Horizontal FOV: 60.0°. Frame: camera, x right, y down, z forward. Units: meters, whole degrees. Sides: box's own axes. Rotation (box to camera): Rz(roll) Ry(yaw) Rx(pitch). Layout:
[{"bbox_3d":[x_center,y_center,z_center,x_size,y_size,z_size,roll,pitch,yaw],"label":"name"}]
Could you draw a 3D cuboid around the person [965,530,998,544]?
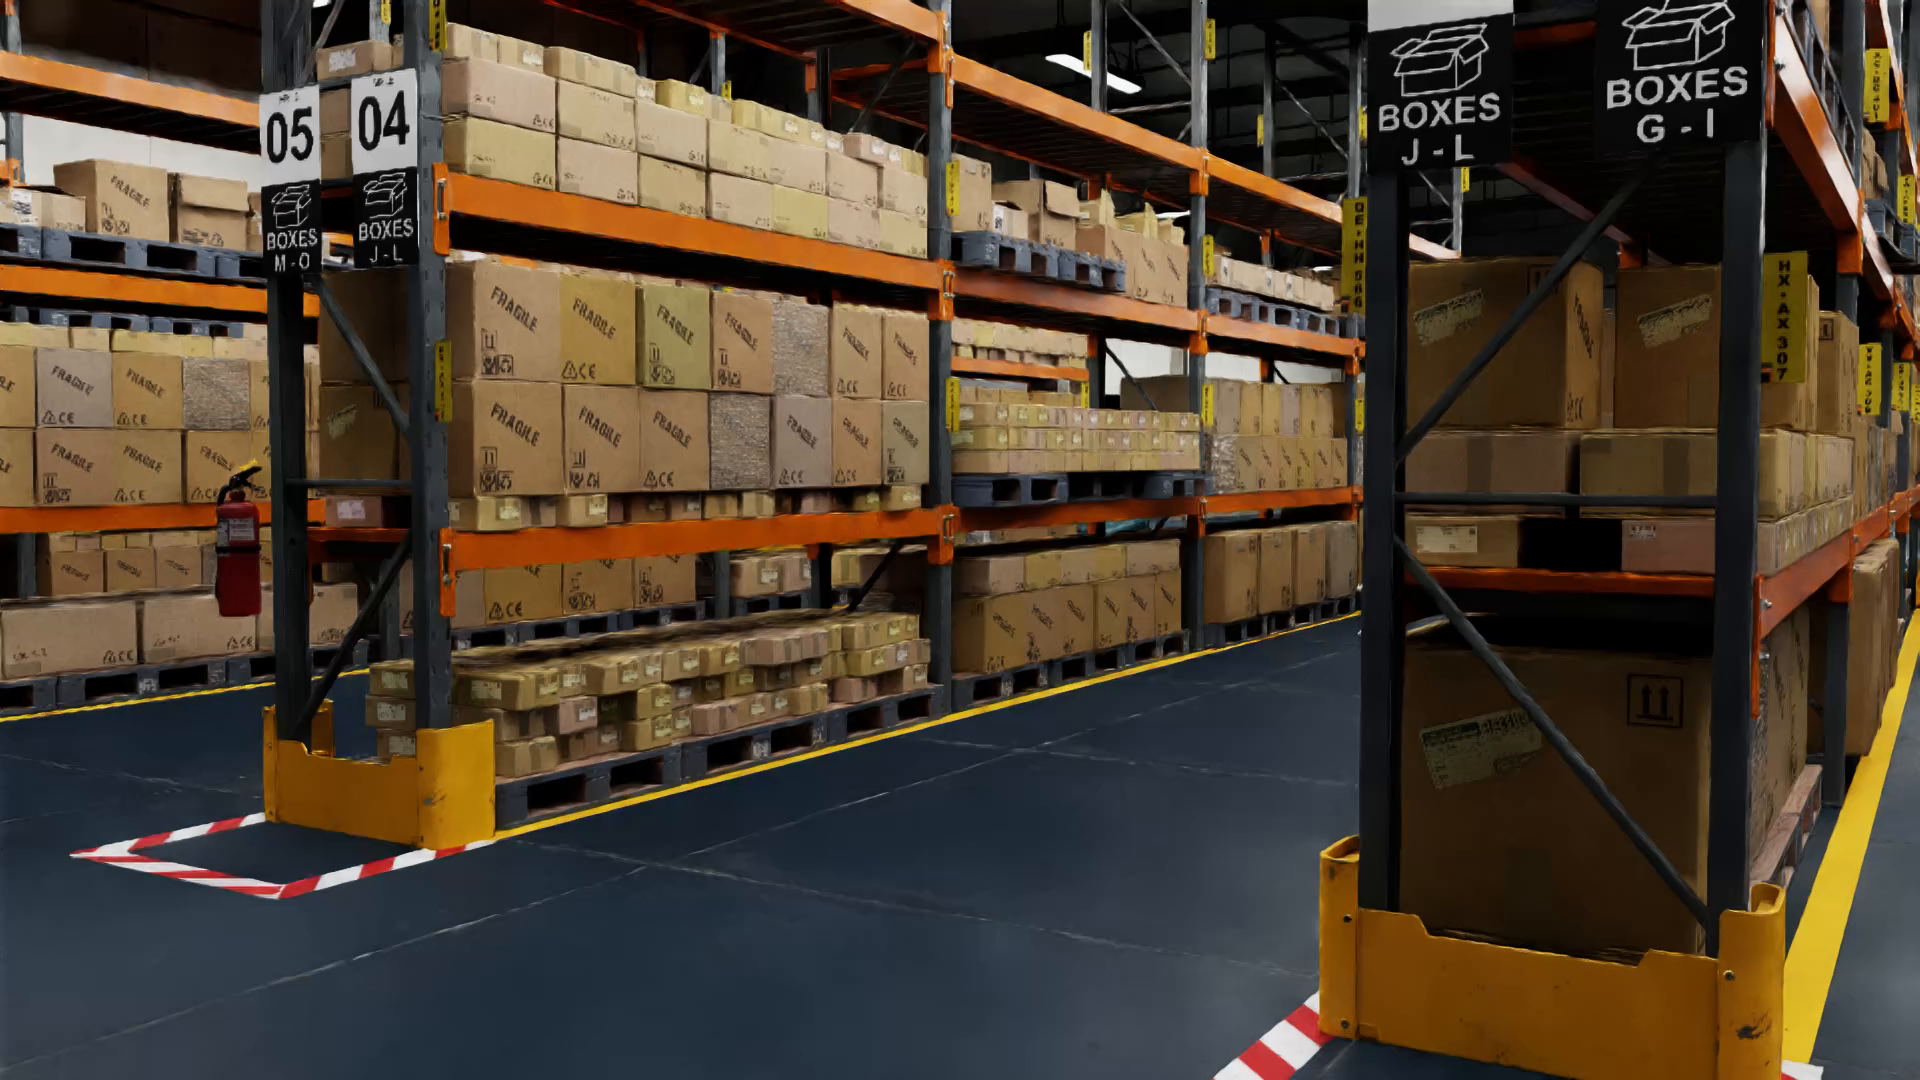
[{"bbox_3d":[0.211,-0.063,16.730,0.552,1.671,0.500,-1,3,-19],"label":"person"}]
